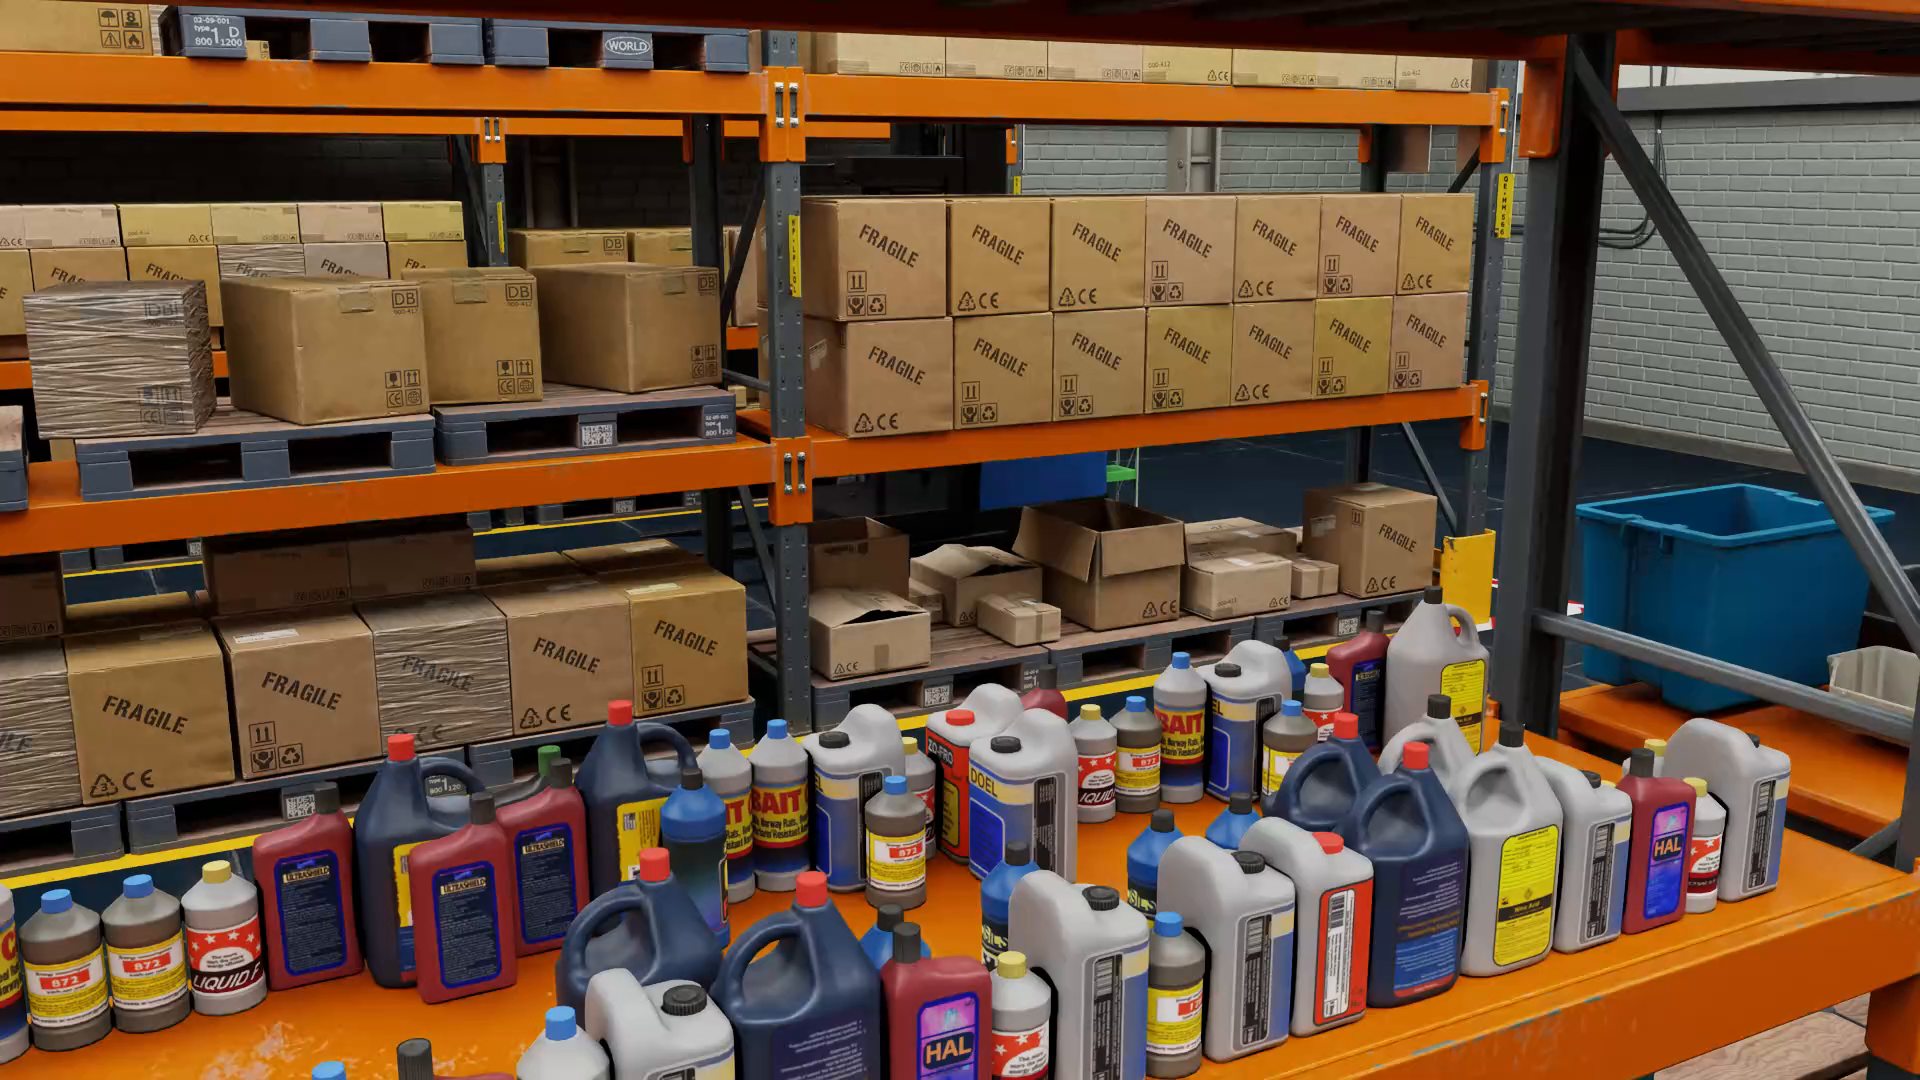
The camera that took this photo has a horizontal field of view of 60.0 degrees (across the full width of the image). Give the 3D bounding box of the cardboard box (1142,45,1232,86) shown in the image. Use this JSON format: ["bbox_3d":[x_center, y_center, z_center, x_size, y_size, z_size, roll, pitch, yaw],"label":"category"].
[{"bbox_3d":[0.921,-2.249,7.781,0.500,0.250,0.500,-7,14,-28],"label":"cardboard box"}]

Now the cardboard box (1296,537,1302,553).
[{"bbox_3d":[1.817,0.053,9.493,0.250,0.166,0.380,-7,14,-28],"label":"cardboard box"}]

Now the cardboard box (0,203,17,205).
[{"bbox_3d":[-6.100,-1.952,10.294,0.500,0.250,0.500,-7,15,-30],"label":"cardboard box"}]

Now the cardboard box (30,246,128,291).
[{"bbox_3d":[-5.381,-1.542,10.179,0.500,0.500,0.500,-7,14,-28],"label":"cardboard box"}]

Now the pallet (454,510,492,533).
[{"bbox_3d":[-3.960,-0.196,11.500,1.213,0.211,1.003,-7,14,-28],"label":"pallet"}]

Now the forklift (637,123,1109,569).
[{"bbox_3d":[-0.529,-1.357,10.463,3.031,2.935,1.130,-8,15,-31],"label":"forklift"}]

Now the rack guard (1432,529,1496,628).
[{"bbox_3d":[2.502,0.109,9.487,0.348,0.500,1.175,-7,14,-28],"label":"rack guard"}]

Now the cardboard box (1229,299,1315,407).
[{"bbox_3d":[1.412,-0.961,8.321,0.500,0.500,0.500,-7,14,-27],"label":"cardboard box"}]

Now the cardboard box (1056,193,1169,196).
[{"bbox_3d":[0.711,-1.498,8.427,0.500,0.500,0.500,-7,14,-28],"label":"cardboard box"}]

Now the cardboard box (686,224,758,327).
[{"bbox_3d":[-1.558,-2.007,12.511,0.700,0.700,0.980,-8,15,-31],"label":"cardboard box"}]

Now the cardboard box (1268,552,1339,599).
[{"bbox_3d":[1.811,0.179,8.934,0.250,0.166,0.380,-7,14,-28],"label":"cardboard box"}]

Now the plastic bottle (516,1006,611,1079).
[{"bbox_3d":[-0.420,0.629,1.776,0.097,0.271,0.097,0,13,0],"label":"plastic bottle"}]

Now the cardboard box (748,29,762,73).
[{"bbox_3d":[-0.643,-2.191,7.521,0.500,0.250,0.500,-7,14,-28],"label":"cardboard box"}]

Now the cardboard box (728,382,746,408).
[{"bbox_3d":[-1.768,-1.069,12.286,0.250,0.149,0.380,-7,15,-29],"label":"cardboard box"}]

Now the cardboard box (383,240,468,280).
[{"bbox_3d":[-3.604,-1.759,11.141,0.500,0.500,0.500,-7,15,-29],"label":"cardboard box"}]

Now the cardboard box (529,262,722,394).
[{"bbox_3d":[-1.465,-0.945,7.292,0.700,0.500,0.500,11,17,41],"label":"cardboard box"}]

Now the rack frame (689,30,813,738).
[{"bbox_3d":[-0.942,-0.698,7.379,0.127,3.000,1.000,-7,14,-28],"label":"rack frame"}]

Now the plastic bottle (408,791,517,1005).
[{"bbox_3d":[-0.698,0.498,2.330,0.133,0.283,0.061,-7,14,-28],"label":"plastic bottle"}]

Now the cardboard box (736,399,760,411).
[{"bbox_3d":[-1.720,-0.802,12.579,0.500,0.500,0.700,-6,14,-27],"label":"cardboard box"}]

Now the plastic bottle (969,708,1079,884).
[{"bbox_3d":[0.099,0.420,2.696,0.135,0.276,0.152,-7,14,-28],"label":"plastic bottle"}]

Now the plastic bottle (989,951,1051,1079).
[{"bbox_3d":[0.063,0.605,2.041,0.097,0.201,0.097,0,13,0],"label":"plastic bottle"}]

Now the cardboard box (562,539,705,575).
[{"bbox_3d":[-1.484,0.311,7.587,0.500,0.500,0.500,-8,15,-30],"label":"cardboard box"}]

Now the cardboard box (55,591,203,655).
[{"bbox_3d":[-3.291,0.530,6.615,0.500,0.500,0.500,-7,15,-30],"label":"cardboard box"}]

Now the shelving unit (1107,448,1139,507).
[{"bbox_3d":[0.975,-0.722,11.583,0.503,1.200,0.258,-8,15,-31],"label":"shelving unit"}]

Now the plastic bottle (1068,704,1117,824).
[{"bbox_3d":[0.232,0.395,2.974,0.097,0.201,0.097,0,13,0],"label":"plastic bottle"}]

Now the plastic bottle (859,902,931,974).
[{"bbox_3d":[-0.083,0.573,2.023,0.097,0.271,0.097,0,13,0],"label":"plastic bottle"}]

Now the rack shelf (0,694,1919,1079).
[{"bbox_3d":[-0.328,0.818,2.279,4.000,0.370,1.077,-7,14,-28],"label":"rack shelf"}]

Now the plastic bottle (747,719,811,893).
[{"bbox_3d":[-0.292,0.424,2.687,0.097,0.271,0.097,0,13,0],"label":"plastic bottle"}]

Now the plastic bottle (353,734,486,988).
[{"bbox_3d":[-0.770,0.448,2.398,0.185,0.351,0.144,-7,14,-28],"label":"plastic bottle"}]

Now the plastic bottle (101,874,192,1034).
[{"bbox_3d":[-1.107,0.556,2.261,0.097,0.201,0.097,0,13,0],"label":"plastic bottle"}]

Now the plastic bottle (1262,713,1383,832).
[{"bbox_3d":[0.546,0.432,2.468,0.185,0.351,0.144,-7,14,-28],"label":"plastic bottle"}]

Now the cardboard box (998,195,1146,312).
[{"bbox_3d":[0.510,-1.338,7.719,0.500,0.500,0.500,-7,15,-30],"label":"cardboard box"}]

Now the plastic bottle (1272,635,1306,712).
[{"bbox_3d":[0.606,0.316,3.166,0.097,0.271,0.097,0,13,0],"label":"plastic bottle"}]

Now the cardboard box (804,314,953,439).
[{"bbox_3d":[-0.365,-0.748,7.373,0.500,0.500,0.500,-6,14,-26],"label":"cardboard box"}]

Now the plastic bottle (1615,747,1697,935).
[{"bbox_3d":[1.055,0.451,2.540,0.133,0.283,0.061,-7,14,-28],"label":"plastic bottle"}]

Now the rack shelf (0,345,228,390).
[{"bbox_3d":[-5.075,-1.091,10.763,4.000,0.370,1.077,-7,14,-28],"label":"rack shelf"}]

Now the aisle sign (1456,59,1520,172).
[{"bbox_3d":[2.775,-2.335,8.733,0.004,0.787,0.394,-7,14,-28],"label":"aisle sign"}]

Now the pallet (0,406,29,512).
[{"bbox_3d":[-3.892,-0.268,5.907,1.003,0.211,1.213,-7,14,-28],"label":"pallet"}]

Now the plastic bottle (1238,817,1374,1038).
[{"bbox_3d":[0.473,0.513,2.281,0.135,0.276,0.152,-7,14,-28],"label":"plastic bottle"}]

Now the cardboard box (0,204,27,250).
[{"bbox_3d":[-5.837,-1.856,9.864,0.500,0.250,0.500,-7,14,-29],"label":"cardboard box"}]

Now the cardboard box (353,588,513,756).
[{"bbox_3d":[-2.117,0.517,6.671,0.500,0.500,0.500,-7,14,-27],"label":"cardboard box"}]

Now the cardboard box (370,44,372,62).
[{"bbox_3d":[-4.144,-3.308,10.913,0.500,0.500,0.700,-8,15,-31],"label":"cardboard box"}]

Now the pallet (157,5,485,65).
[{"bbox_3d":[-2.457,-1.905,6.338,1.003,0.211,1.213,-7,14,-28],"label":"pallet"}]

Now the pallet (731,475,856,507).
[{"bbox_3d":[-1.542,-0.486,12.788,1.213,0.211,1.003,-7,14,-28],"label":"pallet"}]

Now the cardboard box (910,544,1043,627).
[{"bbox_3d":[0.080,0.206,8.485,0.500,0.311,0.500,-7,14,-28],"label":"cardboard box"}]

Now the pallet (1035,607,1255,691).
[{"bbox_3d":[0.733,0.461,8.579,1.213,0.211,1.003,-7,14,-28],"label":"pallet"}]

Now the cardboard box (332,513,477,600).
[{"bbox_3d":[-2.362,0.050,7.038,0.500,0.250,0.500,-7,14,-28],"label":"cardboard box"}]

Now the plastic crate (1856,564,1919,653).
[{"bbox_3d":[2.281,0.192,3.912,0.590,0.125,0.437,-7,14,-28],"label":"plastic crate"}]

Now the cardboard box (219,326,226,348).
[{"bbox_3d":[-4.616,-1.324,10.687,0.250,0.149,0.380,-7,15,-29],"label":"cardboard box"}]

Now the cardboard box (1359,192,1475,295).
[{"bbox_3d":[2.310,-1.556,8.684,0.500,0.500,0.500,-7,14,-28],"label":"cardboard box"}]

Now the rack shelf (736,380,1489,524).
[{"bbox_3d":[0.813,-0.557,8.393,4.000,0.370,1.077,-7,14,-28],"label":"rack shelf"}]

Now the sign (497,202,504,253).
[{"bbox_3d":[-3.051,-2.075,11.040,0.005,0.325,0.100,-7,14,-28],"label":"sign"}]

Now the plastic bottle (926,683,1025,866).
[{"bbox_3d":[0.026,0.390,2.826,0.135,0.276,0.152,-7,14,-28],"label":"plastic bottle"}]
